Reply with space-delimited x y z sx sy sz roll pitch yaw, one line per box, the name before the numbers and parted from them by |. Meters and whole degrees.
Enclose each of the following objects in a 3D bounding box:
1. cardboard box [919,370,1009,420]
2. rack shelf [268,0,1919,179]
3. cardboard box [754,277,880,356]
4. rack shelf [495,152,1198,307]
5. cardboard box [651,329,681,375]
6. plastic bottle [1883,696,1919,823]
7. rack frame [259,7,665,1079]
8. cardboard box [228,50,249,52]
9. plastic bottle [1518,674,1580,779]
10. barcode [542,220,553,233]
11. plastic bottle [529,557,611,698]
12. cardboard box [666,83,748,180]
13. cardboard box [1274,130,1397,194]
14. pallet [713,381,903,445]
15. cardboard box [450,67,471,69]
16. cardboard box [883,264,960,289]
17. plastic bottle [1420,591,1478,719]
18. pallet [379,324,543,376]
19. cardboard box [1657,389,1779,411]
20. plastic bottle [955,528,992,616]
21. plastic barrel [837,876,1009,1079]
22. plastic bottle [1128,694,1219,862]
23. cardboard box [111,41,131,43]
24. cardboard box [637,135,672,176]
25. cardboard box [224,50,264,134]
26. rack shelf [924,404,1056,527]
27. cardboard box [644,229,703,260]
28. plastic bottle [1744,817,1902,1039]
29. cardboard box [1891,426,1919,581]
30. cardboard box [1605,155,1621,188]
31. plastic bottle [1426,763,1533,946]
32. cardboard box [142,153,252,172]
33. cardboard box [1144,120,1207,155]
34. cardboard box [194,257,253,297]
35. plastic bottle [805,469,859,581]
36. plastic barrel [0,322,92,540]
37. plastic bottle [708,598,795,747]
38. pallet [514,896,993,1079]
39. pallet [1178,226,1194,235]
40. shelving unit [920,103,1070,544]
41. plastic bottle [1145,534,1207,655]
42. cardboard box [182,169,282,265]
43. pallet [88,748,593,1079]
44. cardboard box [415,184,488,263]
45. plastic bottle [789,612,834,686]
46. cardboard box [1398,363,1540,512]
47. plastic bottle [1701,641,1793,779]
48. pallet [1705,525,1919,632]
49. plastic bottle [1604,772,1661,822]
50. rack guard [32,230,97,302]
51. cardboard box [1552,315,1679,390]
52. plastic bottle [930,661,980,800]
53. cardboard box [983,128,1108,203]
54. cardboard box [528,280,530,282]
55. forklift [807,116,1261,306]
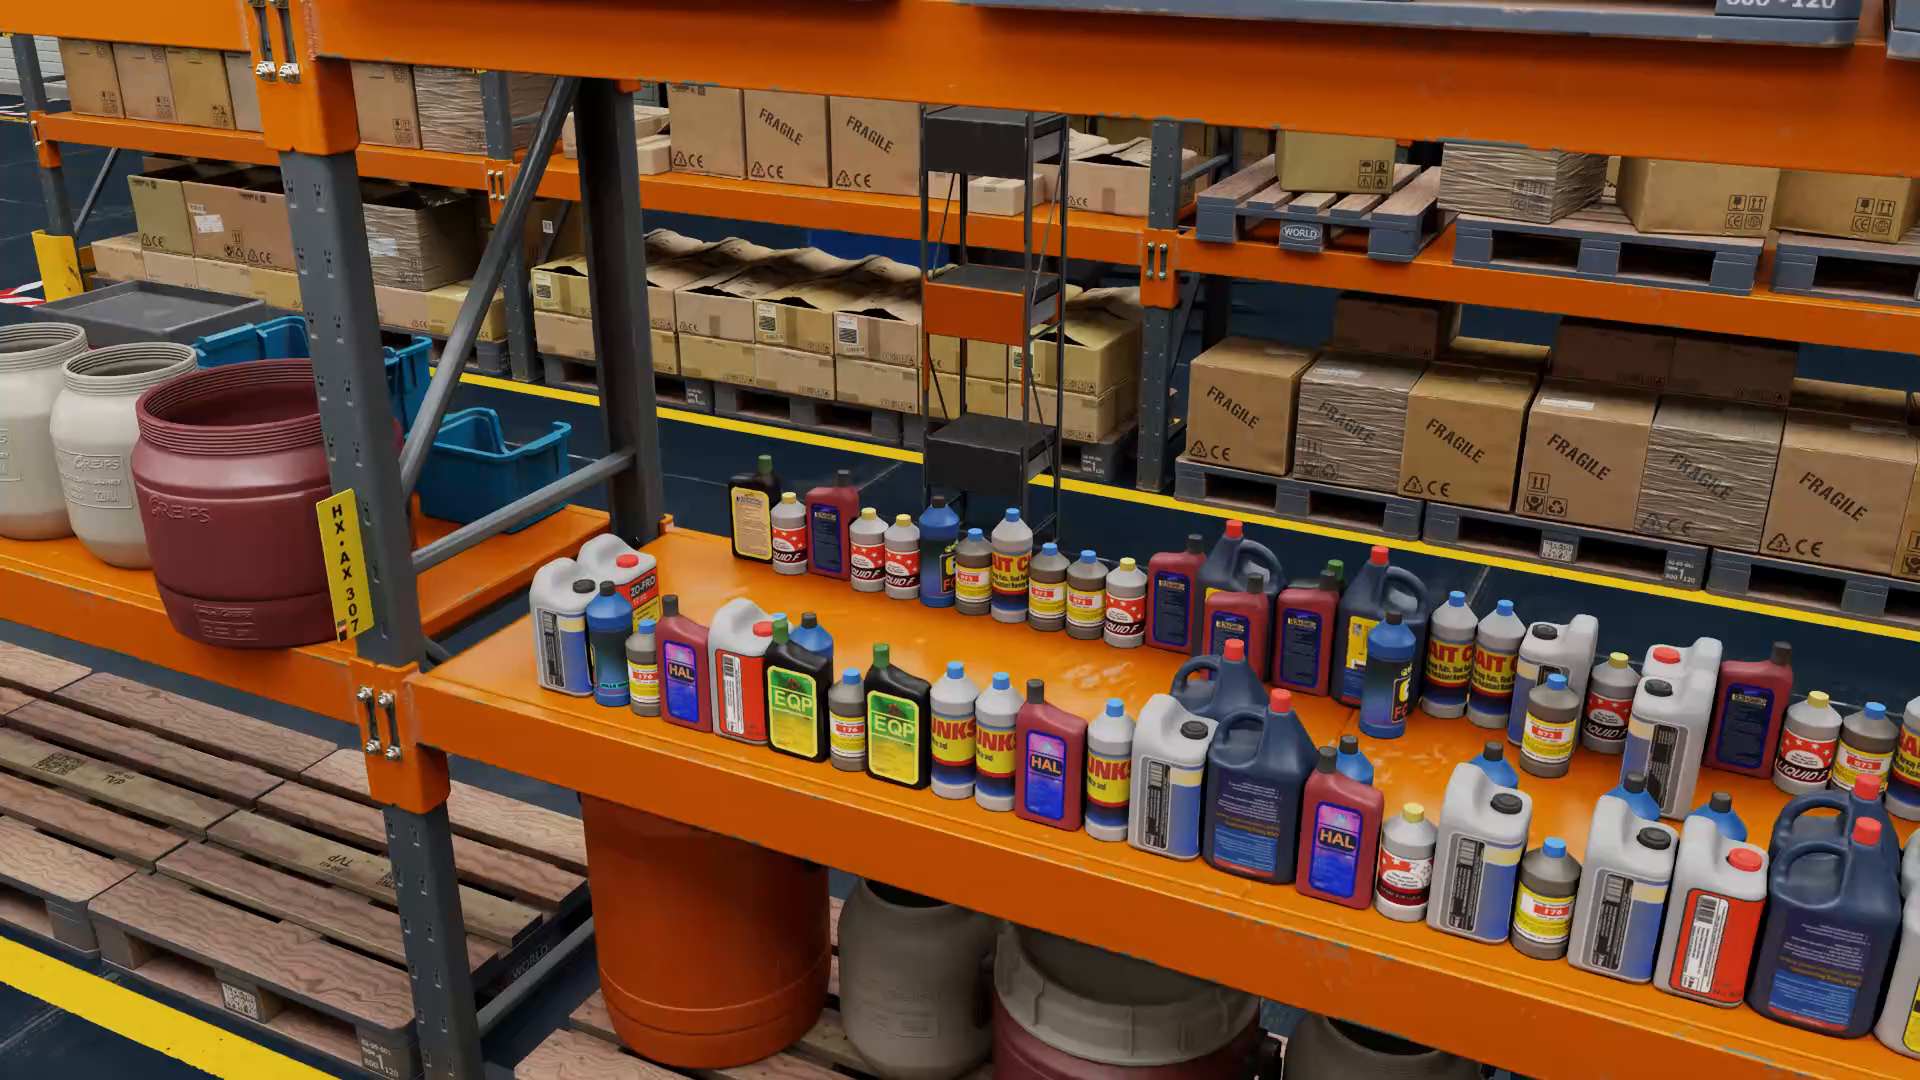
cardboard box | 0.119 -0.816 8.814 0.500 0.250 0.500 11 25 24
rack shelf | 0.706 -0.758 2.785 4.000 0.370 1.077 11 25 25
cardboard box | -0.781 -1.252 9.122 0.500 0.311 0.500 12 26 26
rack shelf | -0.625 -1.813 9.100 4.000 0.370 1.077 11 25 25
cardboard box | -1.706 -1.177 9.661 0.500 0.250 0.500 12 26 26
plastic bottle | 1.832 0.394 3.154 0.097 0.271 0.097 0 23 0
rack frame | -1.079 -0.062 4.062 0.127 3.000 1.000 11 25 25
cardboard box | -4.355 -3.132 10.325 0.250 0.149 0.380 11 26 25
plastic bottle | 1.177 0.364 3.316 0.097 0.201 0.097 0 23 0
barcode | -2.370 -1.801 9.557 0.075 0.075 0.001 11 25 25
plastic bottle | -0.838 0.185 3.641 0.135 0.276 0.152 11 25 25
cardboard box | -1.262 -2.309 9.219 0.500 0.500 0.500 13 26 28
cardboard box | 1.773 -1.958 7.858 0.500 0.500 0.700 3 23 7
pallet | -0.642 -0.883 9.556 1.213 0.211 1.003 11 25 25
cardboard box | -2.749 -2.815 9.580 0.250 0.149 0.380 11 25 24
cardboard box | -0.102 -1.353 9.358 0.500 0.311 0.500 10 25 23
plastic bottle | 1.039 0.237 3.523 0.097 0.271 0.097 0 23 0
pallet | -3.101 -1.369 10.700 1.213 0.211 1.003 11 25 25
cardboard box | 3.484 -0.488 7.698 0.500 0.500 0.500 12 26 25
plastic bottle | 0.036 0.071 4.003 0.097 0.201 0.097 0 23 0
plastic barrel | -0.090 1.039 4.117 0.421 0.512 0.421 0 23 0
plastic bottle | 0.399 0.430 3.065 0.135 0.276 0.152 11 25 25
cardboard box | -5.268 -3.313 10.752 0.250 0.149 0.380 11 26 25
cardboard box | -1.711 -2.154 9.303 0.250 0.149 0.380 11 25 25
cardboard box | -4.186 -2.890 10.586 0.500 0.500 0.700 12 26 26
rack shelf | 0.148 -0.280 7.550 0.480 0.518 0.431 11 25 25
cardboard box | -1.919 -1.712 10.203 0.500 0.311 0.500 11 25 25
plastic bottle | 1.358 0.587 2.601 0.185 0.351 0.144 11 25 25
cardboard box | 4.160 -0.124 6.840 0.500 0.500 0.500 11 25 24
cardboard box | 4.767 -2.393 11.755 0.750 0.750 0.750 11 25 24
plastic bottle | 0.890 0.527 2.837 0.135 0.276 0.152 11 25 25
cardboard box | -5.367 -2.486 11.781 0.500 0.500 0.500 11 25 25
cardboard box | 1.784 -3.239 13.208 0.500 0.250 0.500 11 25 24
cardboard box | -4.708 -1.784 11.088 0.500 0.250 0.500 11 25 25
plastic bottle | -0.319 -0.045 4.171 0.133 0.283 0.061 11 25 25
plastic barrel | -2.469 -0.295 4.467 0.421 0.512 0.421 0 23 0
plastic bottle | -0.425 0.266 3.449 0.135 0.276 0.152 11 25 25
pallet | -0.356 1.346 4.315 1.213 0.211 1.003 11 25 25
pallet | 1.610 -2.593 13.577 1.213 0.211 1.003 11 25 25
shelving unit | 0.148 -0.937 7.270 0.503 2.100 0.431 11 25 25
plastic bottle | 0.495 0.116 3.793 0.133 0.283 0.061 11 25 25
cardboard box | -4.702 -2.133 10.951 0.500 0.500 0.500 11 25 25
pallet | -1.752 1.071 4.961 1.213 0.211 1.003 11 25 25
cardboard box | -3.132 -2.047 10.749 0.500 0.500 0.500 11 25 25
plastic bottle | -0.307 0.277 3.429 0.097 0.271 0.097 0 23 0
cardboard box | 2.352 -0.482 7.683 0.500 0.500 0.500 11 25 24
plastic bottle | 1.564 0.328 3.295 0.133 0.283 0.061 11 25 25
pallet | 3.986 0.068 7.320 1.213 0.211 1.003 11 25 25
plastic bottle | 1.137 0.523 2.852 0.097 0.271 0.097 0 23 0
rack guard | -6.001 -2.058 11.949 0.348 0.500 1.175 11 25 25
cardboard box | 3.067 -0.917 7.748 0.500 0.250 0.500 11 25 24
plastic bottle | -0.009 0.363 3.228 0.097 0.271 0.097 0 23 0
cardboard box | 0.449 -1.976 8.676 0.500 0.311 0.500 11 25 24
cardboard box | -2.687 -1.613 10.687 0.500 0.250 0.500 11 25 25
forklift | 0.512 -2.976 11.002 3.031 2.935 1.130 7 24 17
